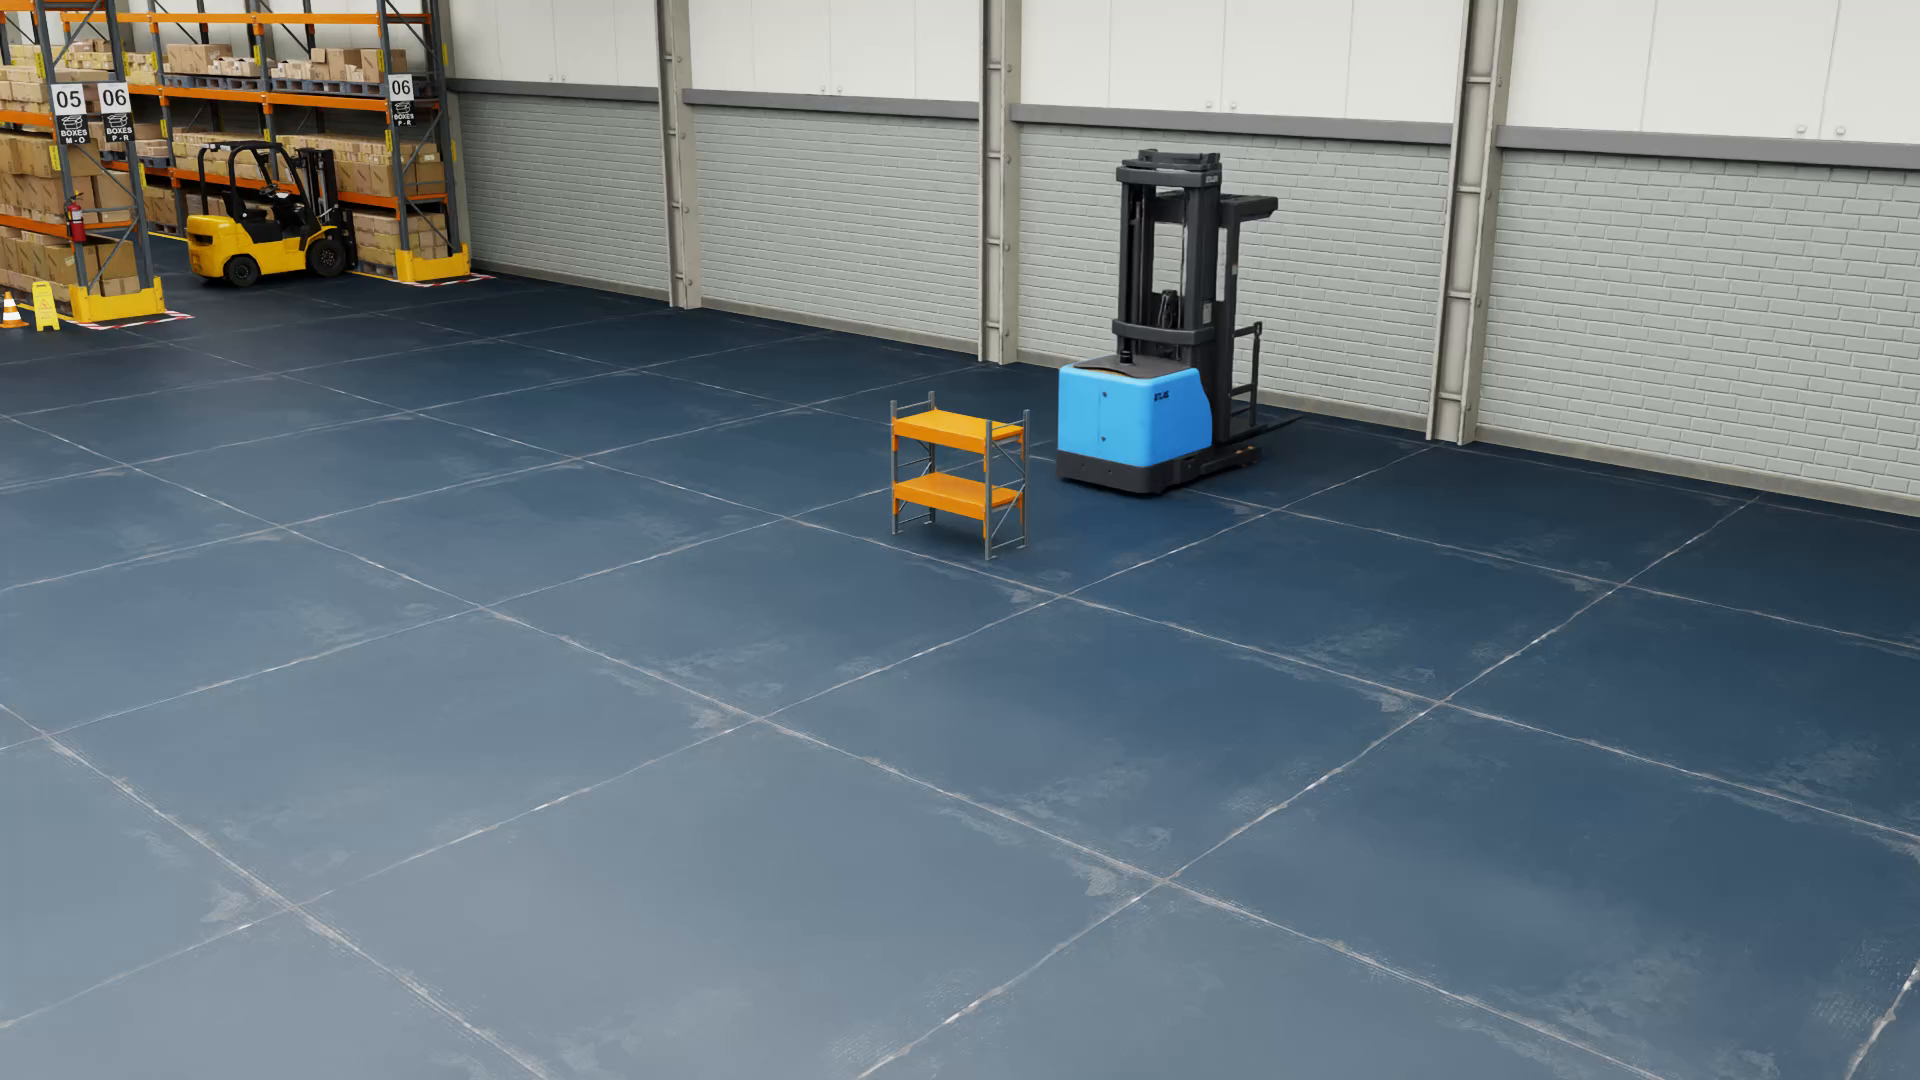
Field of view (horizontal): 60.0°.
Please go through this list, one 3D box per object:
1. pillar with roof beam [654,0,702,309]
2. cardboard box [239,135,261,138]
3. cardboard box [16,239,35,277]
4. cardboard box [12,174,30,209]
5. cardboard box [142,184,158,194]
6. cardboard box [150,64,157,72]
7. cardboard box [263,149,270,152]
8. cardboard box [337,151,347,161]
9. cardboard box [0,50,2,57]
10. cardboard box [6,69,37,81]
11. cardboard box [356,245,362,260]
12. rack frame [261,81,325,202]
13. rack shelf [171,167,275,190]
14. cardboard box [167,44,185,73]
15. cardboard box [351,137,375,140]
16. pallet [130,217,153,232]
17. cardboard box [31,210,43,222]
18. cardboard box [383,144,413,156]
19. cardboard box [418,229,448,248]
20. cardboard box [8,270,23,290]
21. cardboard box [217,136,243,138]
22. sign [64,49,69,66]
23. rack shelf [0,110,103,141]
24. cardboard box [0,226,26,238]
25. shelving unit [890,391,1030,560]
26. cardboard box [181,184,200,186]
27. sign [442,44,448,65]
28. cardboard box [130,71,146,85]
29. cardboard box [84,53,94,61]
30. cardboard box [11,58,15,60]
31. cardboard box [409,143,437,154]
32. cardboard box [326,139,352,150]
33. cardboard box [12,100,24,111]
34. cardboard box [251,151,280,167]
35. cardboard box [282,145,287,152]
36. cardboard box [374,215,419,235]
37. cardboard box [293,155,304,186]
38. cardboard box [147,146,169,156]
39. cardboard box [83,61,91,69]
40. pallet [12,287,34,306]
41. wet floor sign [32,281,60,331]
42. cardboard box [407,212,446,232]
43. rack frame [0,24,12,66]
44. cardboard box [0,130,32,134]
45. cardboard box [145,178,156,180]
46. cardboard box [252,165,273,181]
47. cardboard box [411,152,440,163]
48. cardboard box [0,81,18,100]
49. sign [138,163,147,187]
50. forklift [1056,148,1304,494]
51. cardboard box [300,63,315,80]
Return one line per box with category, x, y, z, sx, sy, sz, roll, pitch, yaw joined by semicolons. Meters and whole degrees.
pillar with roof beam;-6.873;-6.741;19.975;0.400;9.000;9.100;15;23;39
cardboard box;-13.026;-7.356;30.594;0.250;0.149;0.380;16;24;41
cardboard box;-13.411;-4.148;24.336;0.500;0.500;0.500;14;23;38
cardboard box;-13.205;-5.031;23.850;0.500;0.500;0.500;15;23;39
cardboard box;-16.075;-6.955;32.933;0.250;0.149;0.380;14;22;37
cardboard box;-14.990;-8.888;31.287;0.250;0.149;0.380;16;23;40
cardboard box;-11.976;-6.895;29.140;0.250;0.149;0.380;16;24;41
cardboard box;-10.002;-6.331;27.365;0.250;0.149;0.380;15;23;40
cardboard box;-20.383;-10.521;35.776;0.500;0.250;0.500;15;23;39
cardboard box;-13.204;-6.563;23.471;0.250;0.149;0.380;14;22;38
cardboard box;-9.876;-4.833;27.733;0.500;0.250;0.500;15;23;40
rack frame;-11.573;-6.519;29.195;0.127;3.000;1.000;15;23;39
rack shelf;-13.069;-6.578;30.569;4.000;0.370;1.077;15;23;39
cardboard box;-14.184;-8.847;30.546;0.500;0.500;0.500;15;23;40
cardboard box;-10.028;-6.700;28.035;0.250;0.149;0.380;16;24;41
pallet;-16.006;-6.397;33.419;1.213;0.211;1.003;15;23;39
cardboard box;-12.948;-4.626;23.646;0.250;0.149;0.380;16;23;40
cardboard box;-8.989;-6.239;26.583;0.250;0.149;0.380;15;23;39
cardboard box;-8.795;-4.985;27.387;0.500;0.250;0.500;16;23;40
cardboard box;-13.797;-3.895;24.777;0.500;0.250;0.500;15;23;39
cardboard box;-13.291;-7.262;30.296;0.250;0.149;0.380;15;23;39
sign;-17.911;-9.677;33.333;0.005;0.325;0.100;15;23;39
rack shelf;-13.369;-6.081;24.044;4.000;0.370;1.077;15;23;39
cardboard box;-13.960;-4.577;24.615;0.250;0.149;0.380;17;24;42
shelving unit;-0.005;-0.538;13.446;1.048;1.125;0.538;15;23;39
cardboard box;-15.309;-6.982;33.020;0.250;0.149;0.380;14;22;37
sign;-8.208;-7.725;26.459;0.005;0.325;0.100;15;23;39
cardboard box;-15.486;-8.830;31.764;0.500;0.250;0.500;15;23;39
cardboard box;-17.006;-9.522;32.763;0.250;0.149;0.380;15;23;38
cardboard box;-20.004;-10.180;35.529;0.500;0.250;0.500;16;23;40
cardboard box;-8.690;-6.331;26.871;0.250;0.149;0.380;14;23;38
cardboard box;-10.317;-6.600;27.720;0.250;0.149;0.380;15;23;39
cardboard box;-13.073;-6.120;23.392;0.250;0.149;0.380;15;23;39
cardboard box;-12.110;-6.727;29.271;0.500;0.250;0.500;14;23;38
cardboard box;-11.509;-6.753;28.693;0.250;0.149;0.380;15;23;38
cardboard box;-9.132;-5.104;26.935;0.500;0.250;0.500;16;24;41
cardboard box;-11.014;-6.318;28.396;0.500;0.500;0.500;16;23;40
cardboard box;-15.310;-7.448;31.842;0.250;0.149;0.380;16;23;40
cardboard box;-17.039;-9.375;32.790;0.250;0.149;0.380;15;23;40
pallet;-13.422;-3.695;24.905;1.213;0.211;1.003;15;23;39
wet floor sign;-12.441;-3.190;22.597;0.267;0.644;0.232;-9;20;-27
cardboard box;-8.815;-5.222;27.305;0.500;0.250;0.500;15;23;38
rack frame;-14.865;-8.255;24.747;0.127;3.000;1.000;15;23;39
cardboard box;-13.954;-5.710;24.334;0.500;0.500;0.700;14;23;38
cardboard box;-16.702;-7.336;34.135;0.250;0.149;0.380;15;23;40
cardboard box;-12.123;-6.490;29.350;0.500;0.250;0.500;16;23;40
cardboard box;-8.662;-6.200;26.951;0.250;0.149;0.380;14;23;38
cardboard box;-13.201;-6.339;23.423;0.500;0.250;0.500;16;24;41
sign;-11.513;-5.128;23.380;0.005;0.325;0.100;15;23;39
forklift;2.236;-2.174;15.616;1.130;2.935;3.031;15;23;39
cardboard box;-10.664;-7.766;27.528;0.258;0.266;0.396;14;23;38
